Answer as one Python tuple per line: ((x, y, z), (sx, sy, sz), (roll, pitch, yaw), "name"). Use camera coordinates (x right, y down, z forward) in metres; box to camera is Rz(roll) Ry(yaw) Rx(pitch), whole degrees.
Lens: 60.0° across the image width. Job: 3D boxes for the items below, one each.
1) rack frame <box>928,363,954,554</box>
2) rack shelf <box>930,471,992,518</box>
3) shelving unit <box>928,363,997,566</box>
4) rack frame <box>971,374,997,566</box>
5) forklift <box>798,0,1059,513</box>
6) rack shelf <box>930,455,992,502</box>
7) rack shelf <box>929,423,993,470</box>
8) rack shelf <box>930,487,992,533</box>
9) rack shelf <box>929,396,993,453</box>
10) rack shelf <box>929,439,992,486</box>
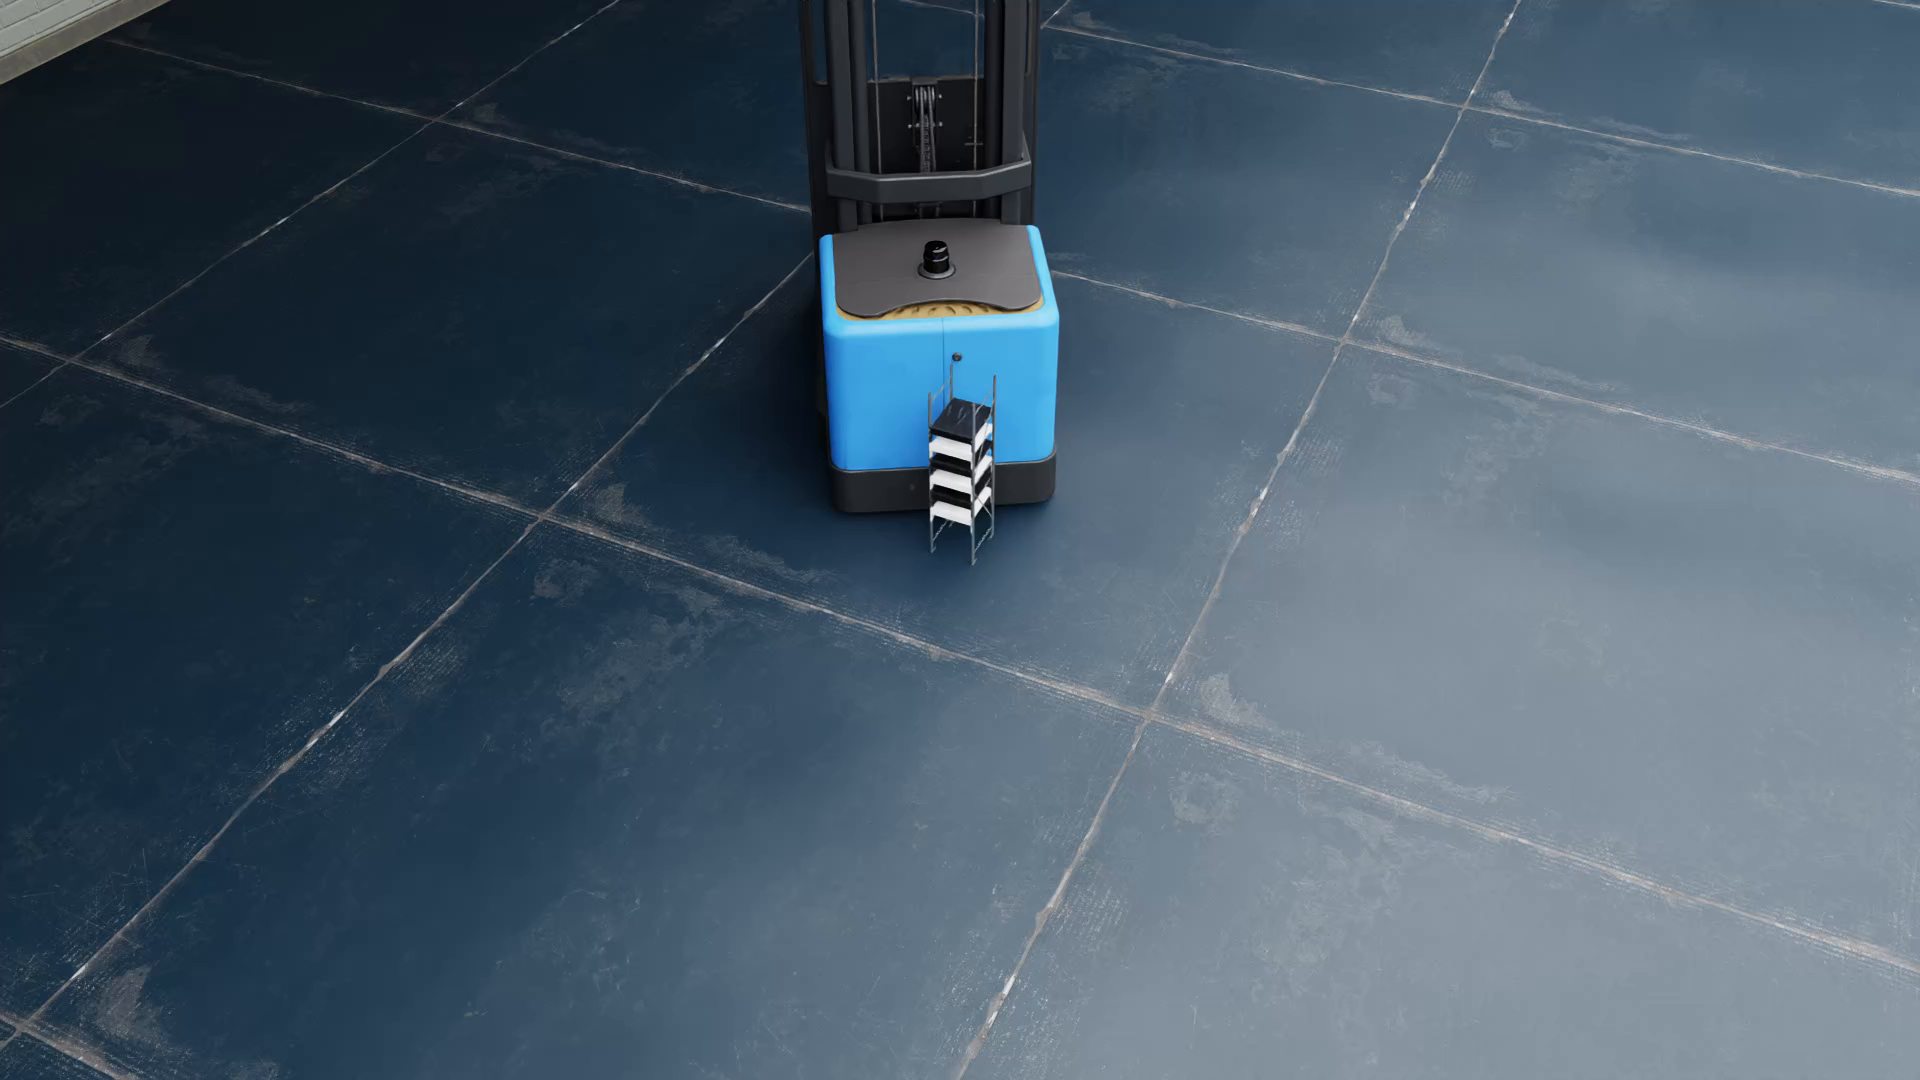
((-0.082, -0.348, 7.349), (0.006, 0.900, 0.240), (17, 44, 18), "rack frame")
((0.011, -0.228, 7.398), (0.200, 0.077, 0.258), (17, 44, 18), "rack shelf")
((0.011, -0.321, 7.317), (0.210, 0.900, 0.258), (17, 44, 18), "shelving unit")
((0.103, -0.293, 7.285), (0.006, 0.900, 0.240), (17, 44, 18), "rack frame")
((-0.202, -2.190, 7.922), (1.130, 2.935, 3.031), (-3, 41, -4), "forklift")
((0.011, -0.296, 7.339), (0.200, 0.077, 0.258), (17, 44, 18), "rack shelf")
((0.011, -0.432, 7.221), (0.200, 0.077, 0.258), (17, 44, 18), "rack shelf")
((0.011, -0.160, 7.457), (0.200, 0.077, 0.258), (17, 44, 18), "rack shelf")
((0.011, -0.500, 7.162), (0.200, 0.077, 0.258), (17, 44, 18), "rack shelf")
((0.011, -0.364, 7.280), (0.200, 0.077, 0.258), (17, 44, 18), "rack shelf")
